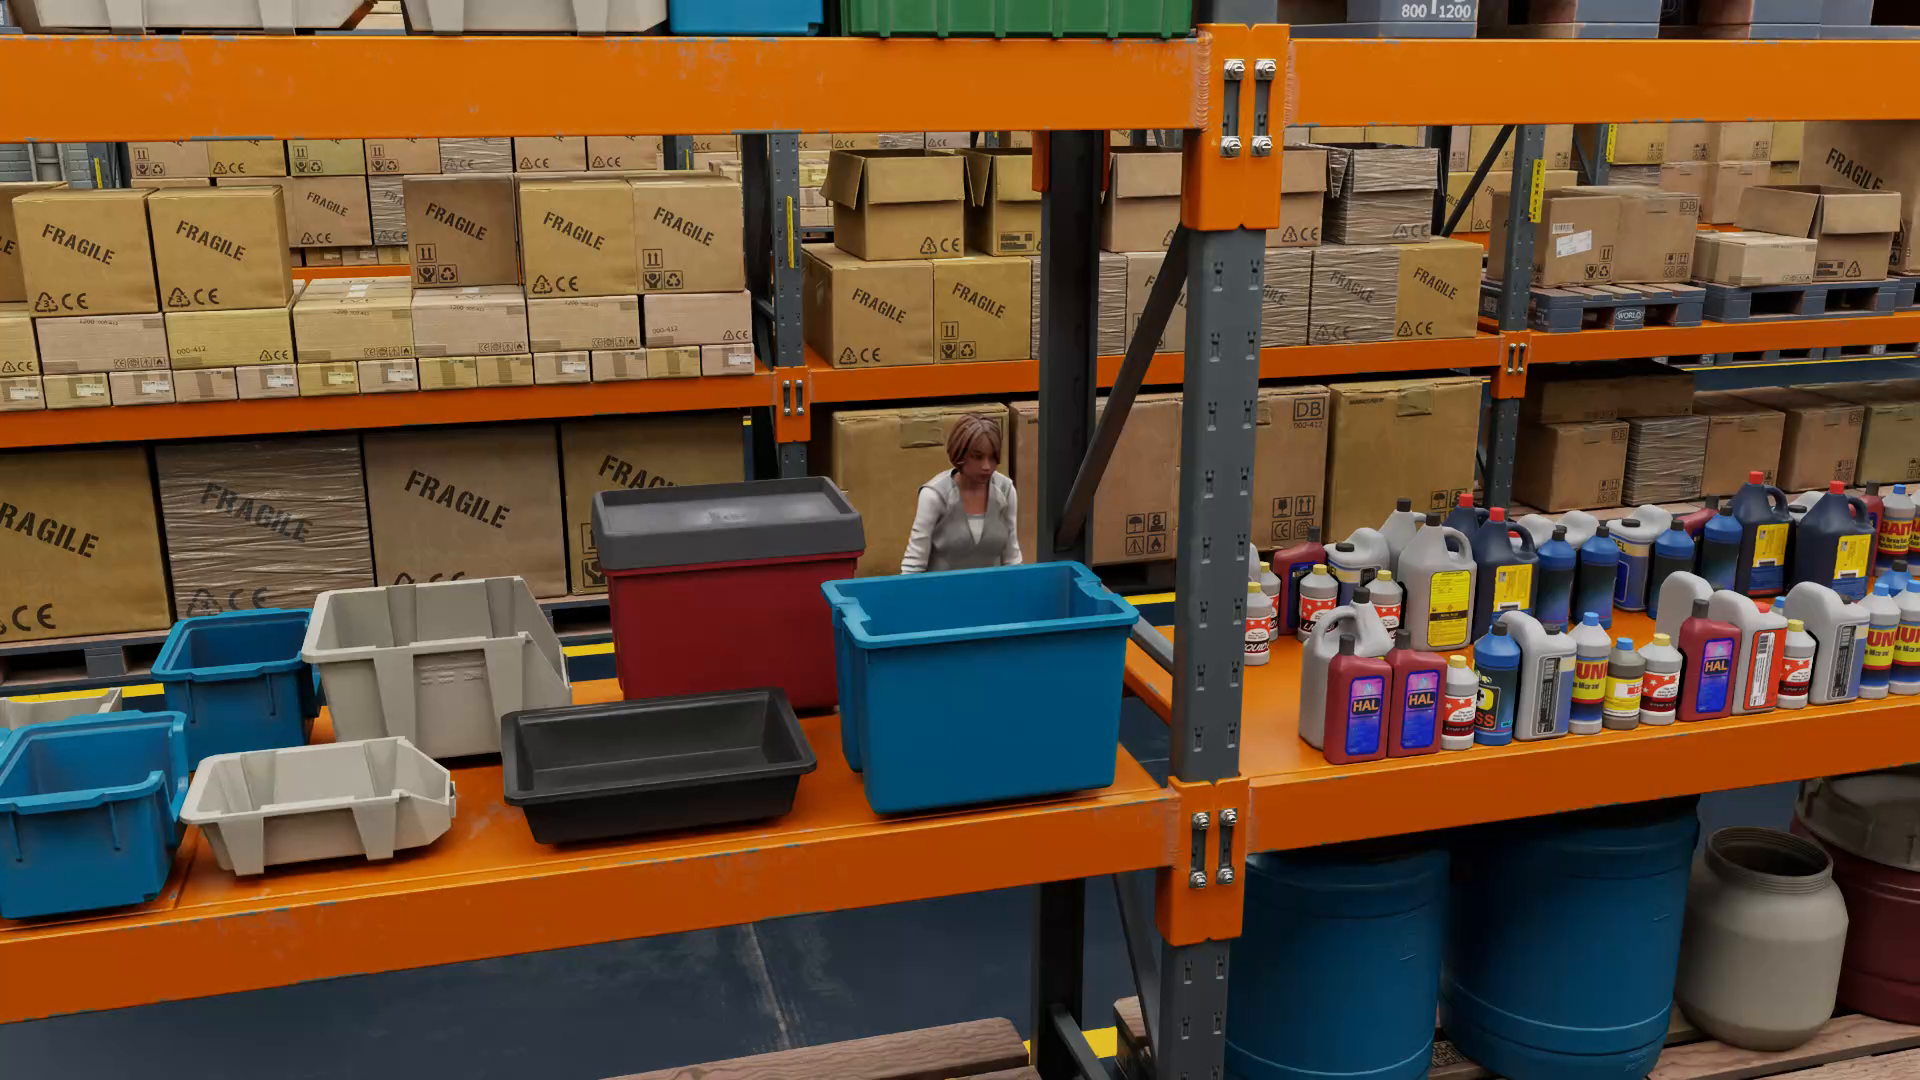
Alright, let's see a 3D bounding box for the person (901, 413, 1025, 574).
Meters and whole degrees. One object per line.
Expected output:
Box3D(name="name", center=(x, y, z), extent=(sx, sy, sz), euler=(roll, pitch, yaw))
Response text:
Box3D(name="person", center=(0.013, 0.320, 5.955), extent=(0.481, 1.594, 0.343), euler=(-5, 17, -17))
